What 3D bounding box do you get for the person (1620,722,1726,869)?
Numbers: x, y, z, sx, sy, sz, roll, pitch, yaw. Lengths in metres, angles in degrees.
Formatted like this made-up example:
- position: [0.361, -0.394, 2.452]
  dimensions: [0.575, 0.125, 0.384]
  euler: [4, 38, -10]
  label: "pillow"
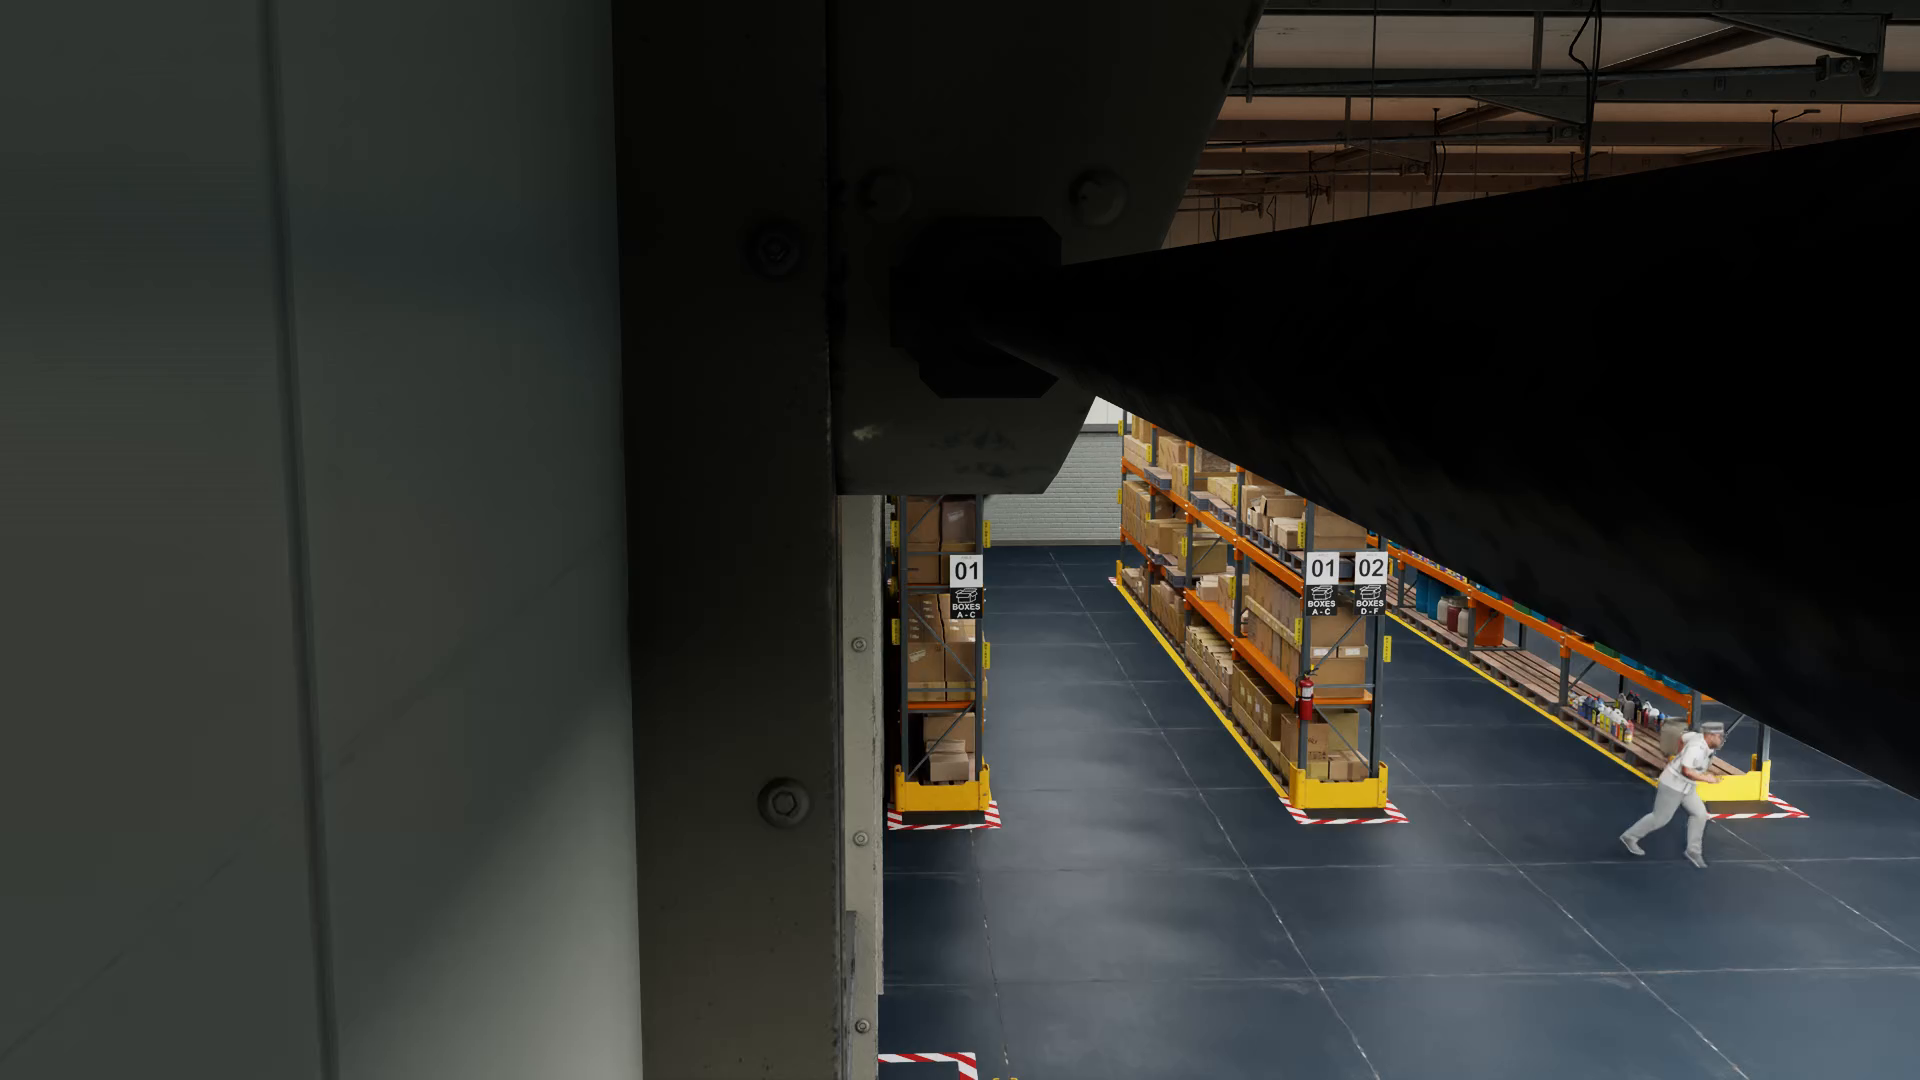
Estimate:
- position: [7.959, 2.822, 18.597]
  dimensions: [1.018, 1.719, 0.708]
  euler: [5, 10, 29]
  label: "person"
